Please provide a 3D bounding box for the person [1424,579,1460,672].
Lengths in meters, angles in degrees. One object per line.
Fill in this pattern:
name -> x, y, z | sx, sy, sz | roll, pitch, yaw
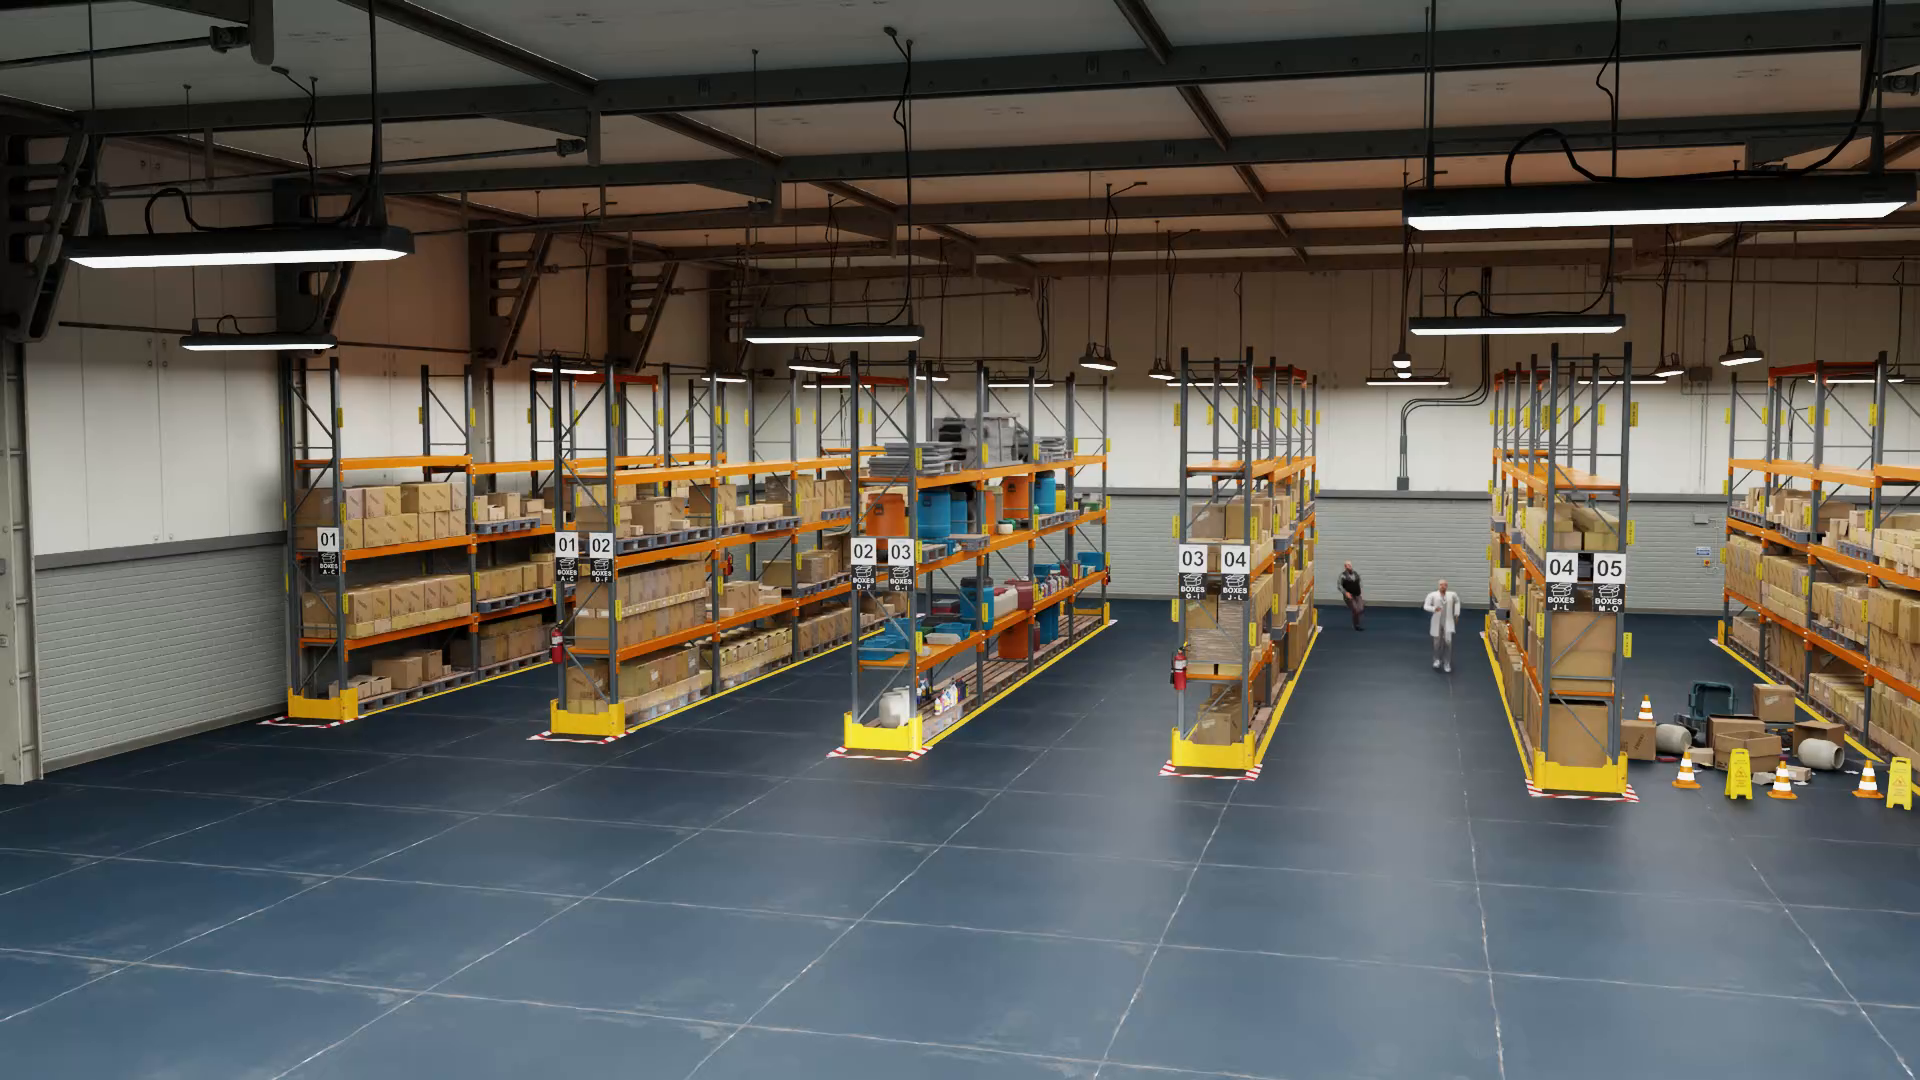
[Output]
person -> 9.552, 1.701, 32.973 | 0.708, 1.857, 0.839 | 1, 4, 13

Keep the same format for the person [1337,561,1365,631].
person -> 9.195, 1.318, 39.004 | 0.683, 1.647, 0.496 | -1, 4, -14
